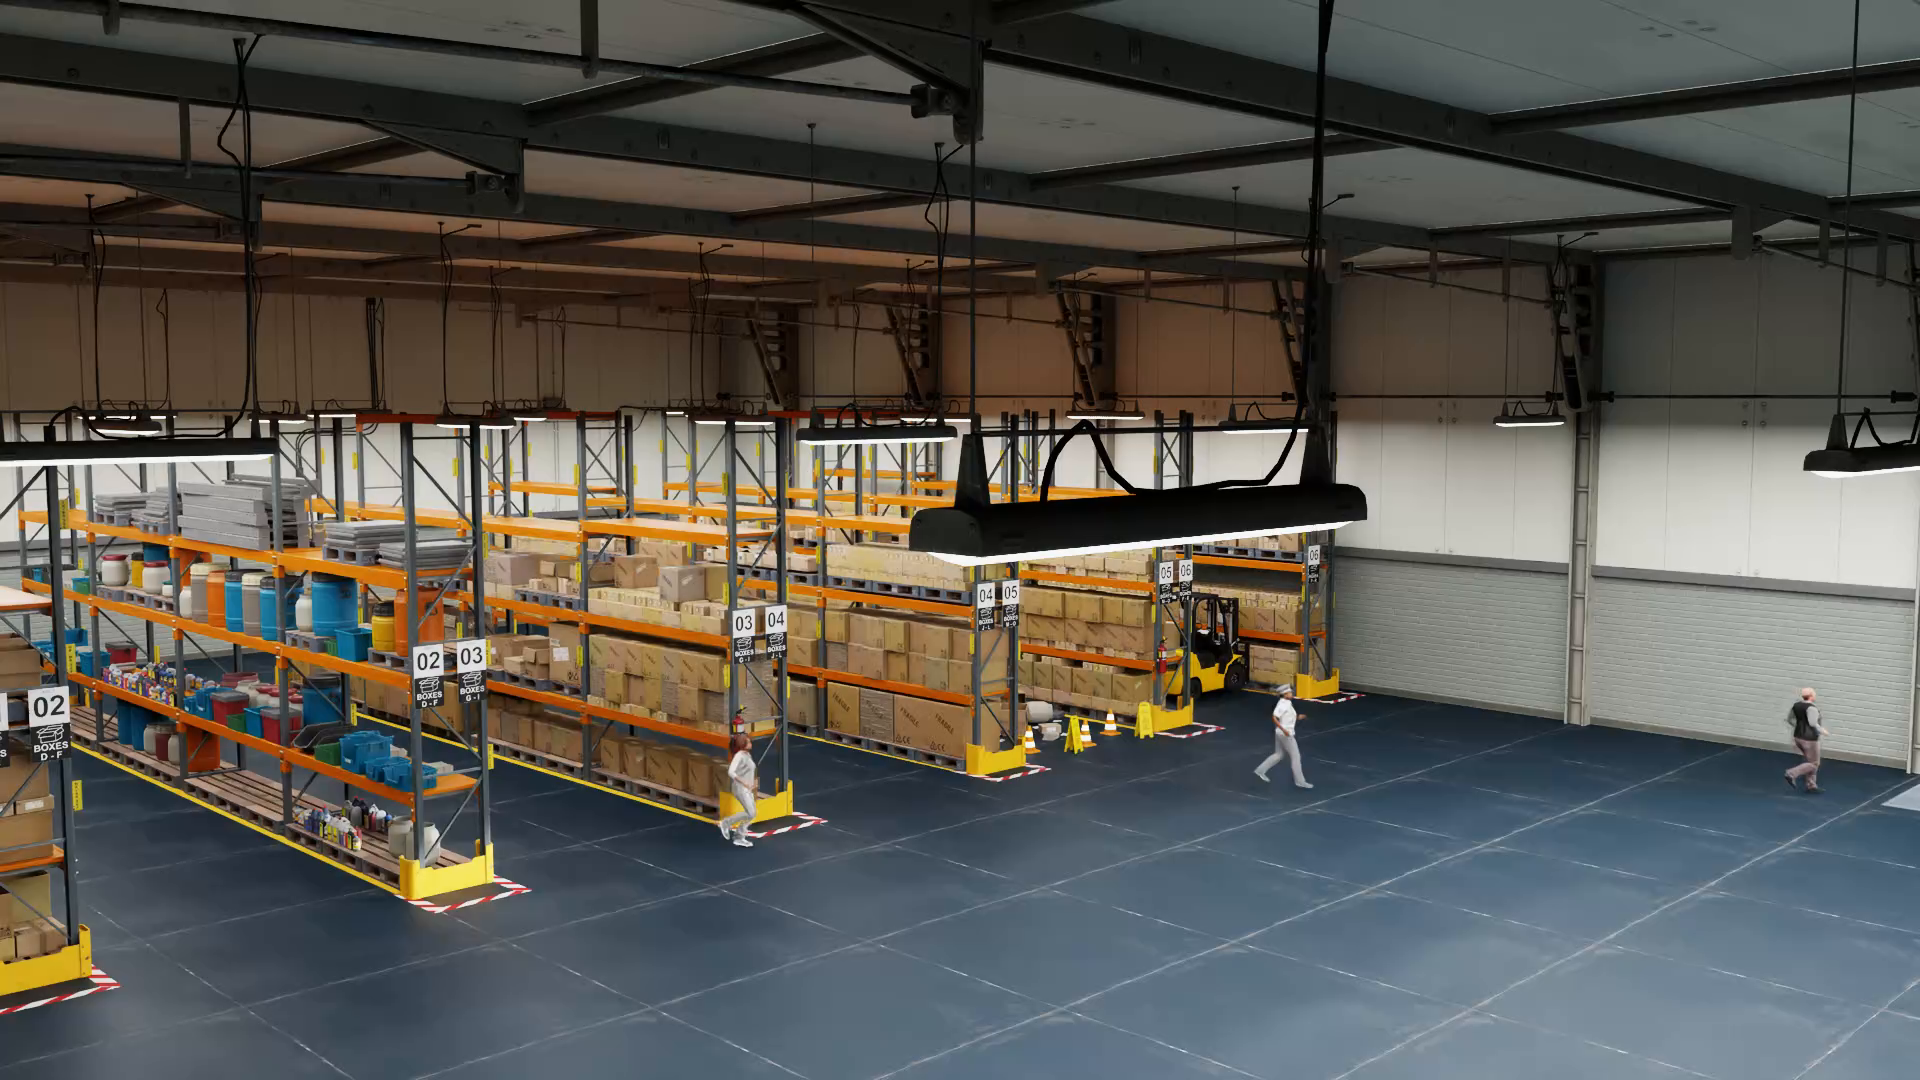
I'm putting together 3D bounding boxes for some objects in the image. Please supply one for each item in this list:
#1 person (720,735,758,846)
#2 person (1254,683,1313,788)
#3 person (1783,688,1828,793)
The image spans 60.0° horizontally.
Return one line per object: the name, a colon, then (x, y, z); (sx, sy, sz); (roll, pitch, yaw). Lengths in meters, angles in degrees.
person: (-3.105, 3.528, 23.470); (0.507, 1.555, 0.564); (1, 5, 11)
person: (5.230, 3.140, 26.788); (0.929, 1.687, 0.576); (0, 5, 3)
person: (13.420, 3.189, 26.438); (0.752, 1.695, 0.657); (-1, 5, -6)
